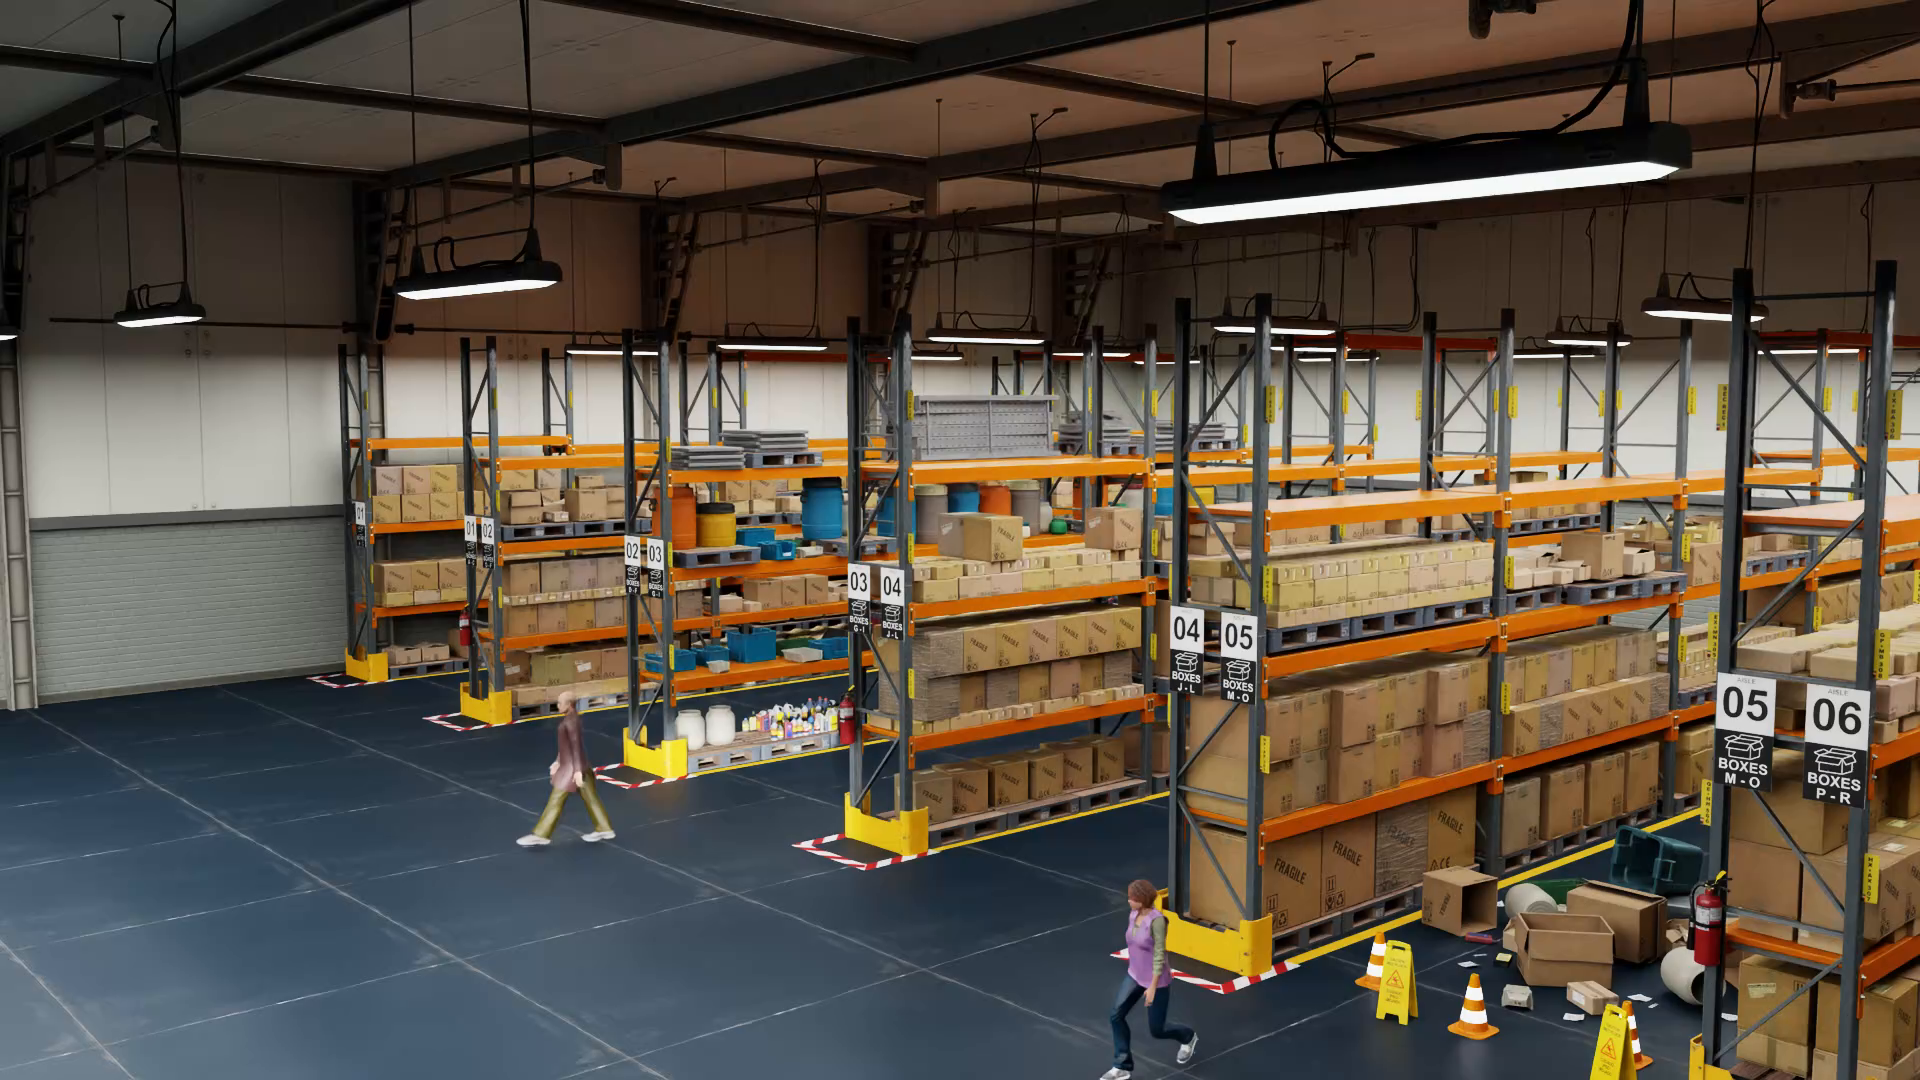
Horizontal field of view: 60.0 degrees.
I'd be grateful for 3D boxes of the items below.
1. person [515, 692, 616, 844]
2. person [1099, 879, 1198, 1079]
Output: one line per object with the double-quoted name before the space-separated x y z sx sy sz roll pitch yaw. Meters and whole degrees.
"person" -4.477 2.585 18.890 1.085 1.733 0.609 0 5 -2
"person" 1.410 3.303 12.570 0.892 1.466 0.403 -3 6 -32
